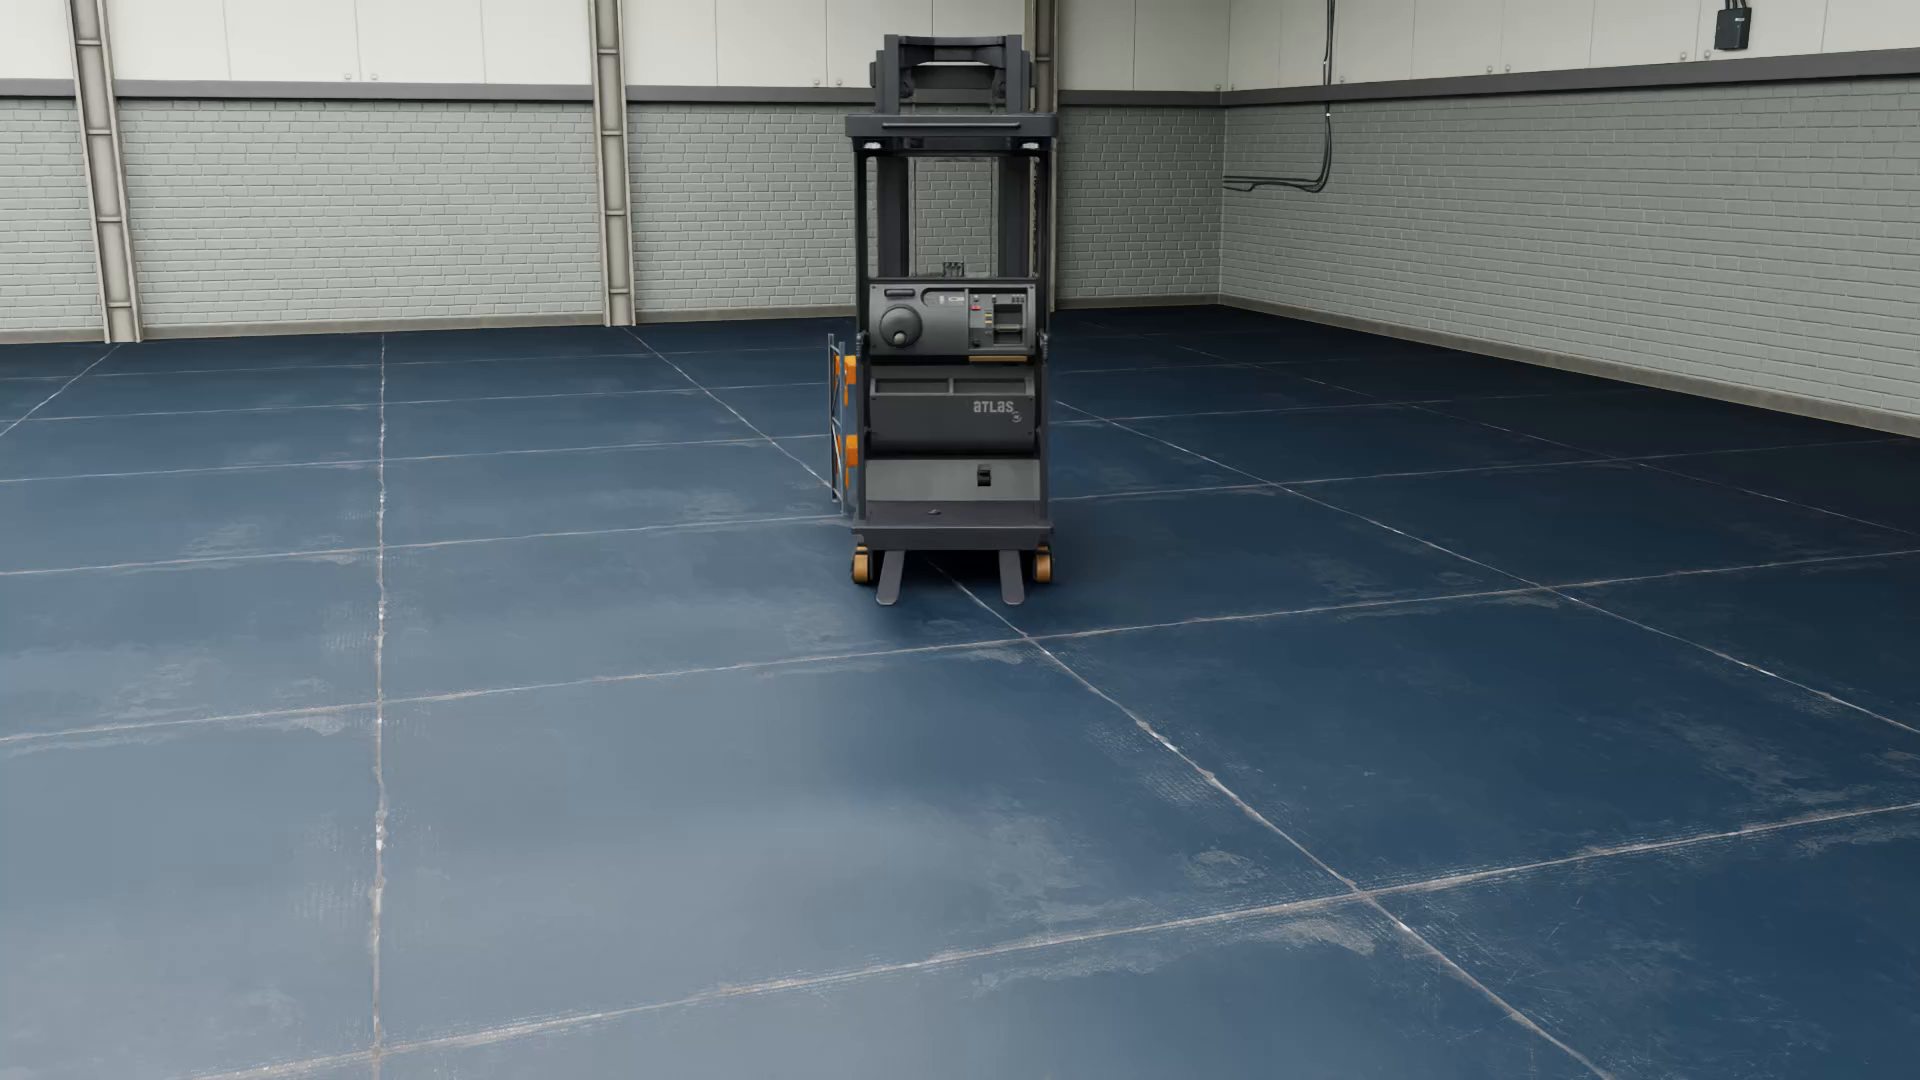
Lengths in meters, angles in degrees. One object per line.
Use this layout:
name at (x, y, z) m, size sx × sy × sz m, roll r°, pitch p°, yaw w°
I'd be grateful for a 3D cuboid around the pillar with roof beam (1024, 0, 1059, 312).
pillar with roof beam at (2.508, -6.755, 19.096) m, size 0.400 × 9.000 × 9.100 m, roll -4°, pitch 14°, yaw -18°

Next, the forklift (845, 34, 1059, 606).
forklift at (-0.040, -1.254, 9.083) m, size 1.130 × 2.935 × 3.031 m, roll 0°, pitch 13°, yaw 0°

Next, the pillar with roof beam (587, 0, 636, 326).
pillar with roof beam at (-3.178, -6.312, 17.235) m, size 0.400 × 9.000 × 9.100 m, roll -4°, pitch 14°, yaw -18°

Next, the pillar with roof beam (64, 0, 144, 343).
pillar with roof beam at (-8.865, -5.870, 15.373) m, size 0.400 × 9.000 × 9.100 m, roll -4°, pitch 14°, yaw -18°

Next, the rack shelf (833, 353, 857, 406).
rack shelf at (-0.308, -1.077, 10.977) m, size 1.000 × 0.278 × 0.538 m, roll -3°, pitch 14°, yaw -13°

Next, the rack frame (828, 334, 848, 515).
rack frame at (-0.804, -0.766, 10.933) m, size 0.032 × 1.125 × 0.500 m, roll -3°, pitch 14°, yaw -13°

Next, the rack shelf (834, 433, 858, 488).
rack shelf at (-0.308, -0.555, 11.101) m, size 1.000 × 0.278 × 0.538 m, roll -3°, pitch 14°, yaw -13°

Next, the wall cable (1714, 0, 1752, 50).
wall cable at (7.362, -7.198, 13.609) m, size 0.169 × 6.003 × 2.305 m, roll -4°, pitch 14°, yaw -18°

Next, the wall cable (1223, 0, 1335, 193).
wall cable at (4.349, -6.116, 23.120) m, size 0.112 × 2.526 × 3.097 m, roll -4°, pitch 14°, yaw -18°

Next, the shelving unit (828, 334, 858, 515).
shelving unit at (-0.308, -0.793, 11.045) m, size 1.048 × 1.125 × 0.538 m, roll -3°, pitch 14°, yaw -13°
